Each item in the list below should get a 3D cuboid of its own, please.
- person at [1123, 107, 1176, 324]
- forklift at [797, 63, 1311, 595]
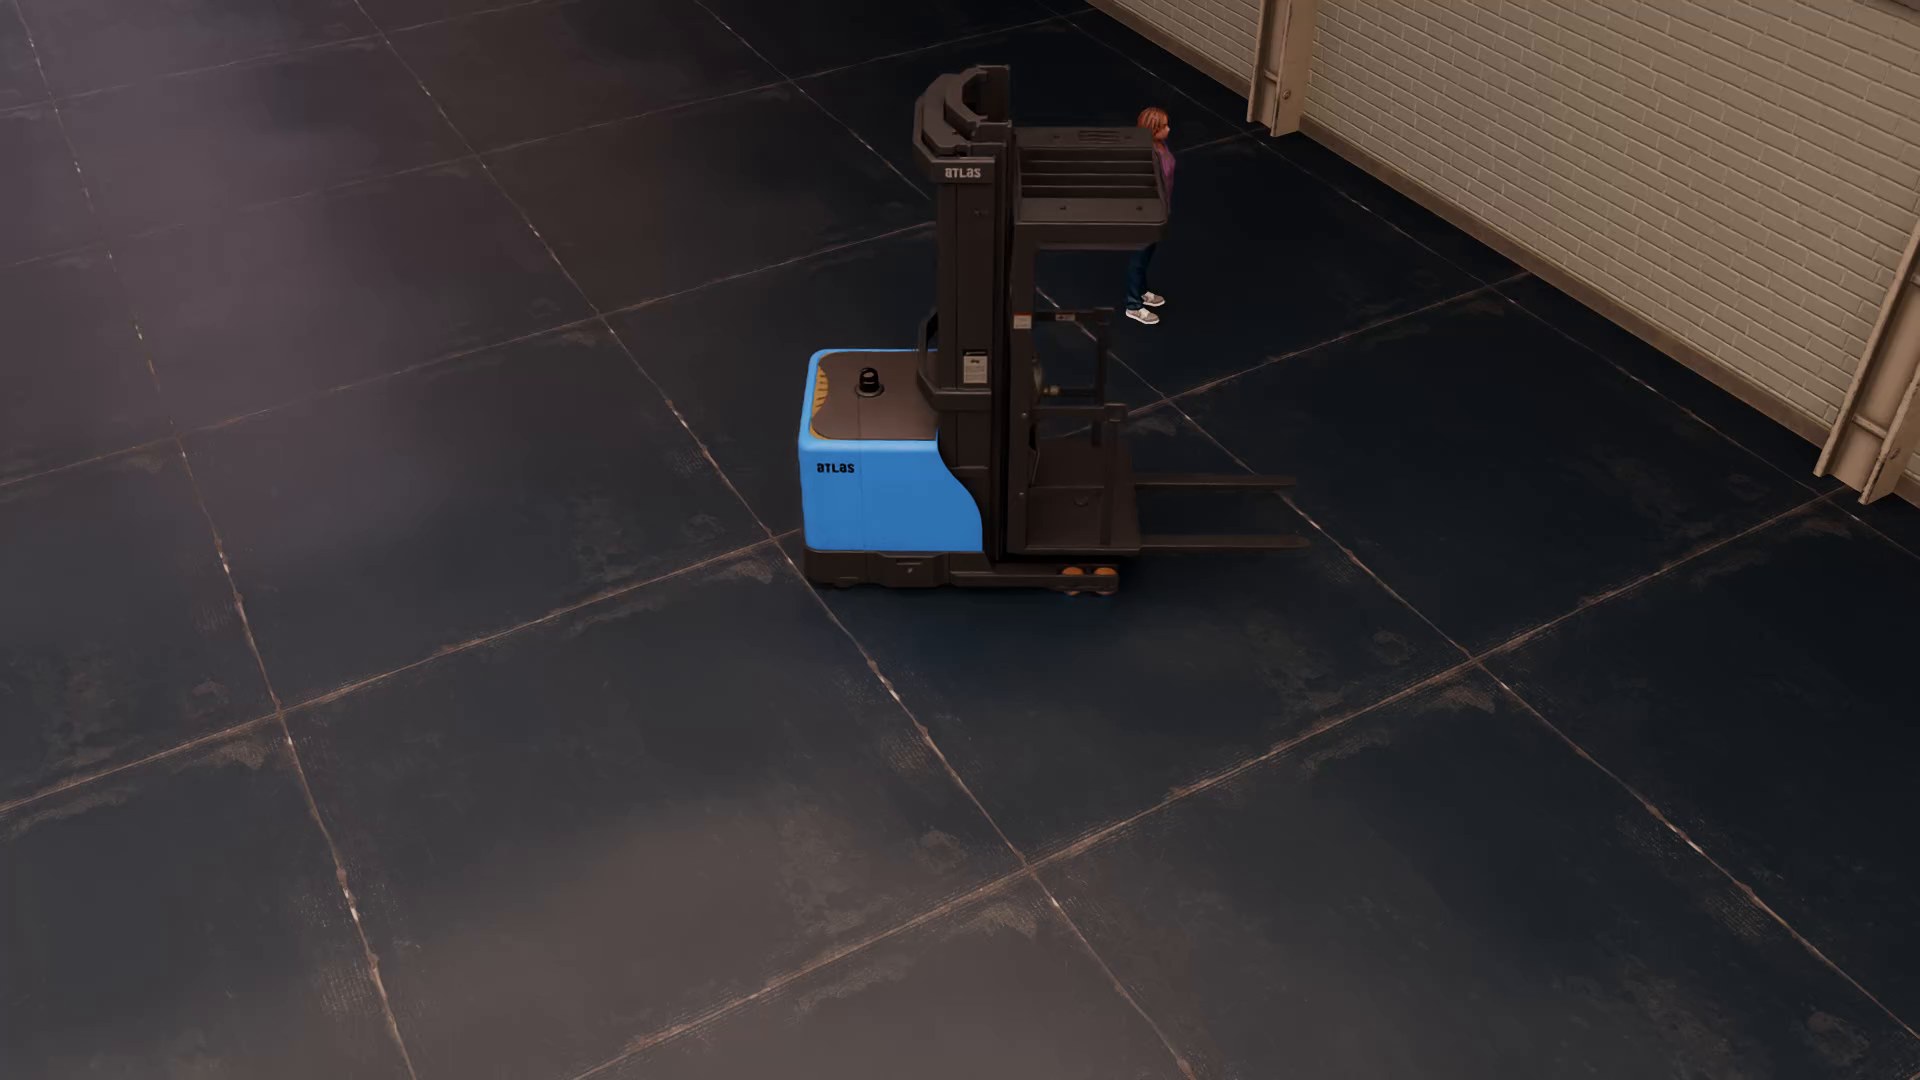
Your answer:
[{"bbox_3d":[1.357,-2.341,11.902,0.331,1.602,0.411,11,41,13],"label":"person"},{"bbox_3d":[0.588,-1.145,9.417,3.031,2.935,1.130,0,40,0],"label":"forklift"}]
